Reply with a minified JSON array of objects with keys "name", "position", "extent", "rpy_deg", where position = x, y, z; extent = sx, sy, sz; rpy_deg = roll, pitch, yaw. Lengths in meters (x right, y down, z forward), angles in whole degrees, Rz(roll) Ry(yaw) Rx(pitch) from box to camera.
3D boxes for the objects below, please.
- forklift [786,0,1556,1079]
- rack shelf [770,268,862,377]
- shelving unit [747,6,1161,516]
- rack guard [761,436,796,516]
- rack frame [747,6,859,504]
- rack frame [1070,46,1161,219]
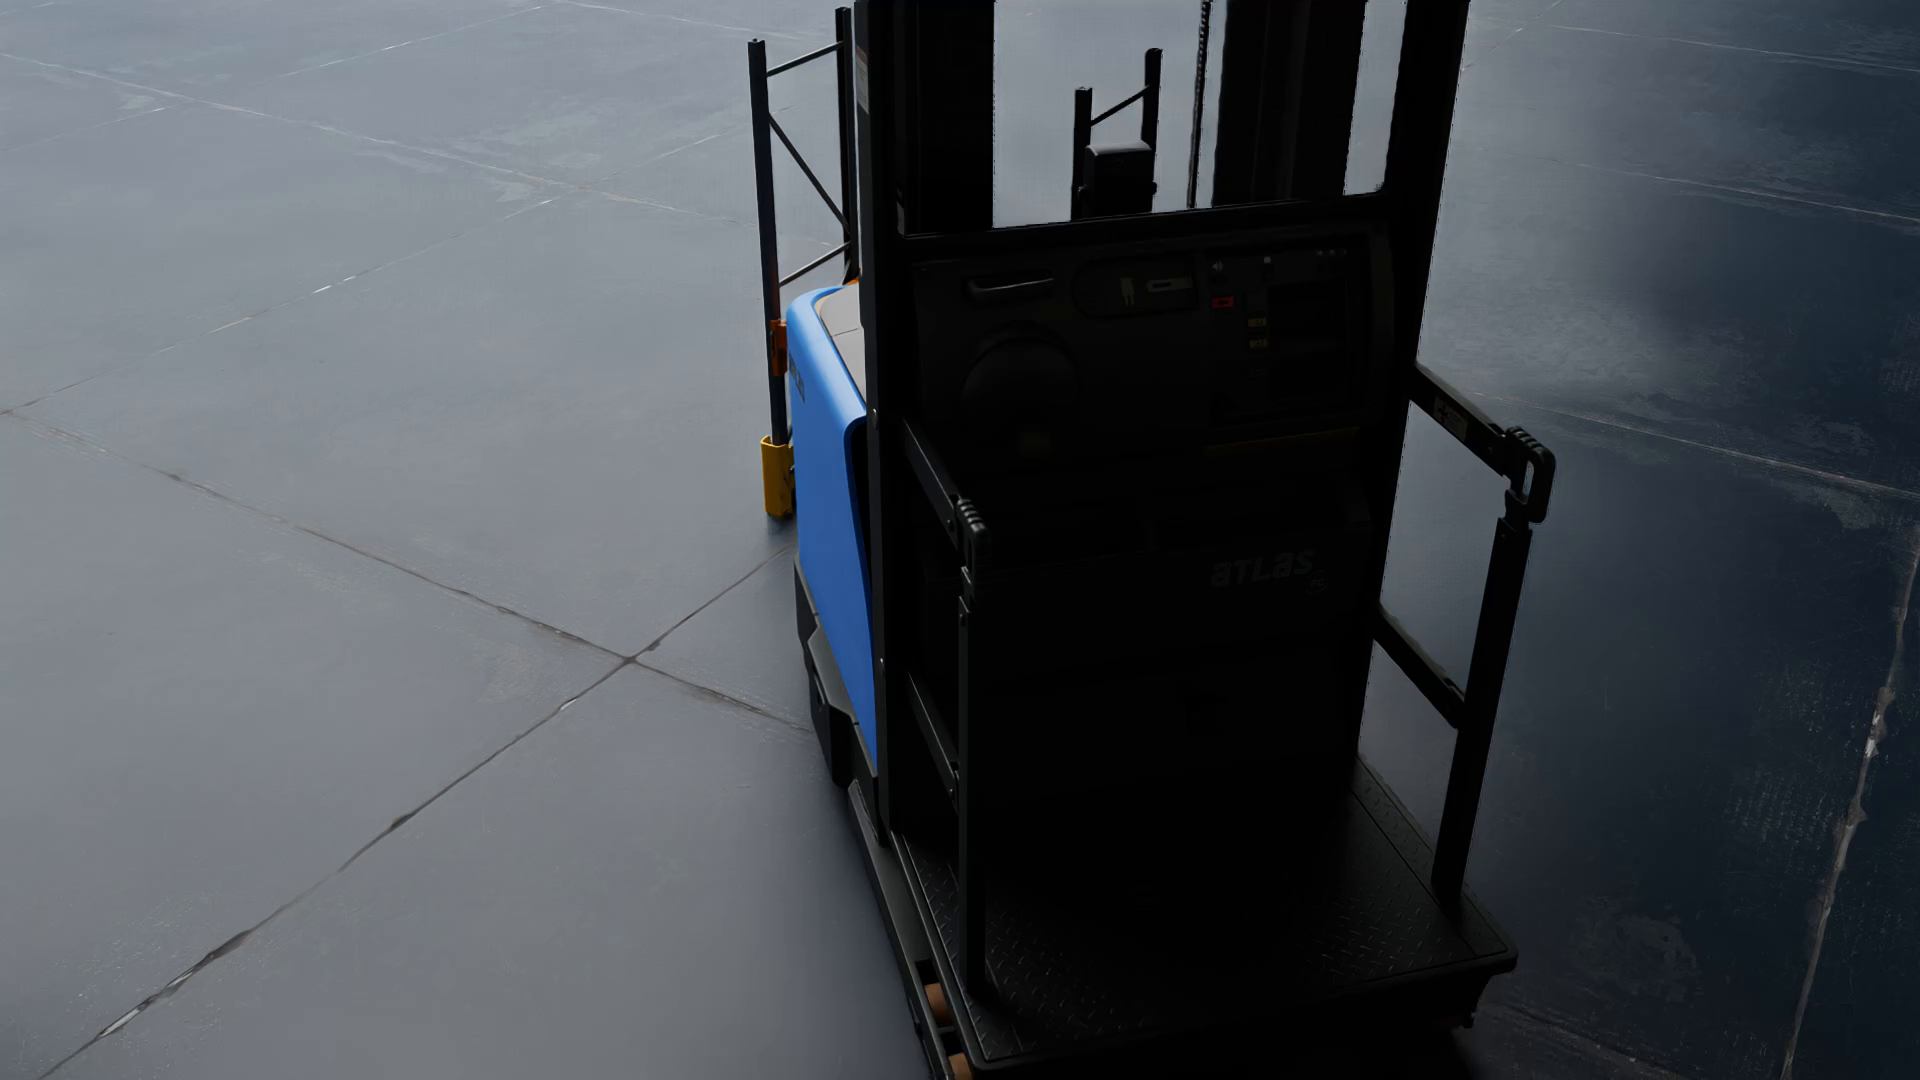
[{"name":"forklift","position":[0.428,-0.321,2.892],"extent":[1.130,2.935,3.031],"rpy_deg":[-8,31,-13]},{"name":"rack shelf","position":[-0.020,-0.582,5.116],"extent":[1.000,0.185,0.538],"rpy_deg":[16,34,25]},{"name":"shelving unit","position":[-0.028,-0.740,5.029],"extent":[1.083,1.500,0.587],"rpy_deg":[16,34,25]},{"name":"rack guard","position":[-0.464,-0.321,5.552],"extent":[0.087,0.250,0.587],"rpy_deg":[16,34,25]},{"name":"rack frame","position":[-0.465,-0.861,5.238],"extent":[0.032,1.500,0.500],"rpy_deg":[16,34,25]},{"name":"rack frame","position":[0.425,-0.614,4.813],"extent":[0.032,1.500,0.500],"rpy_deg":[16,34,25]}]
